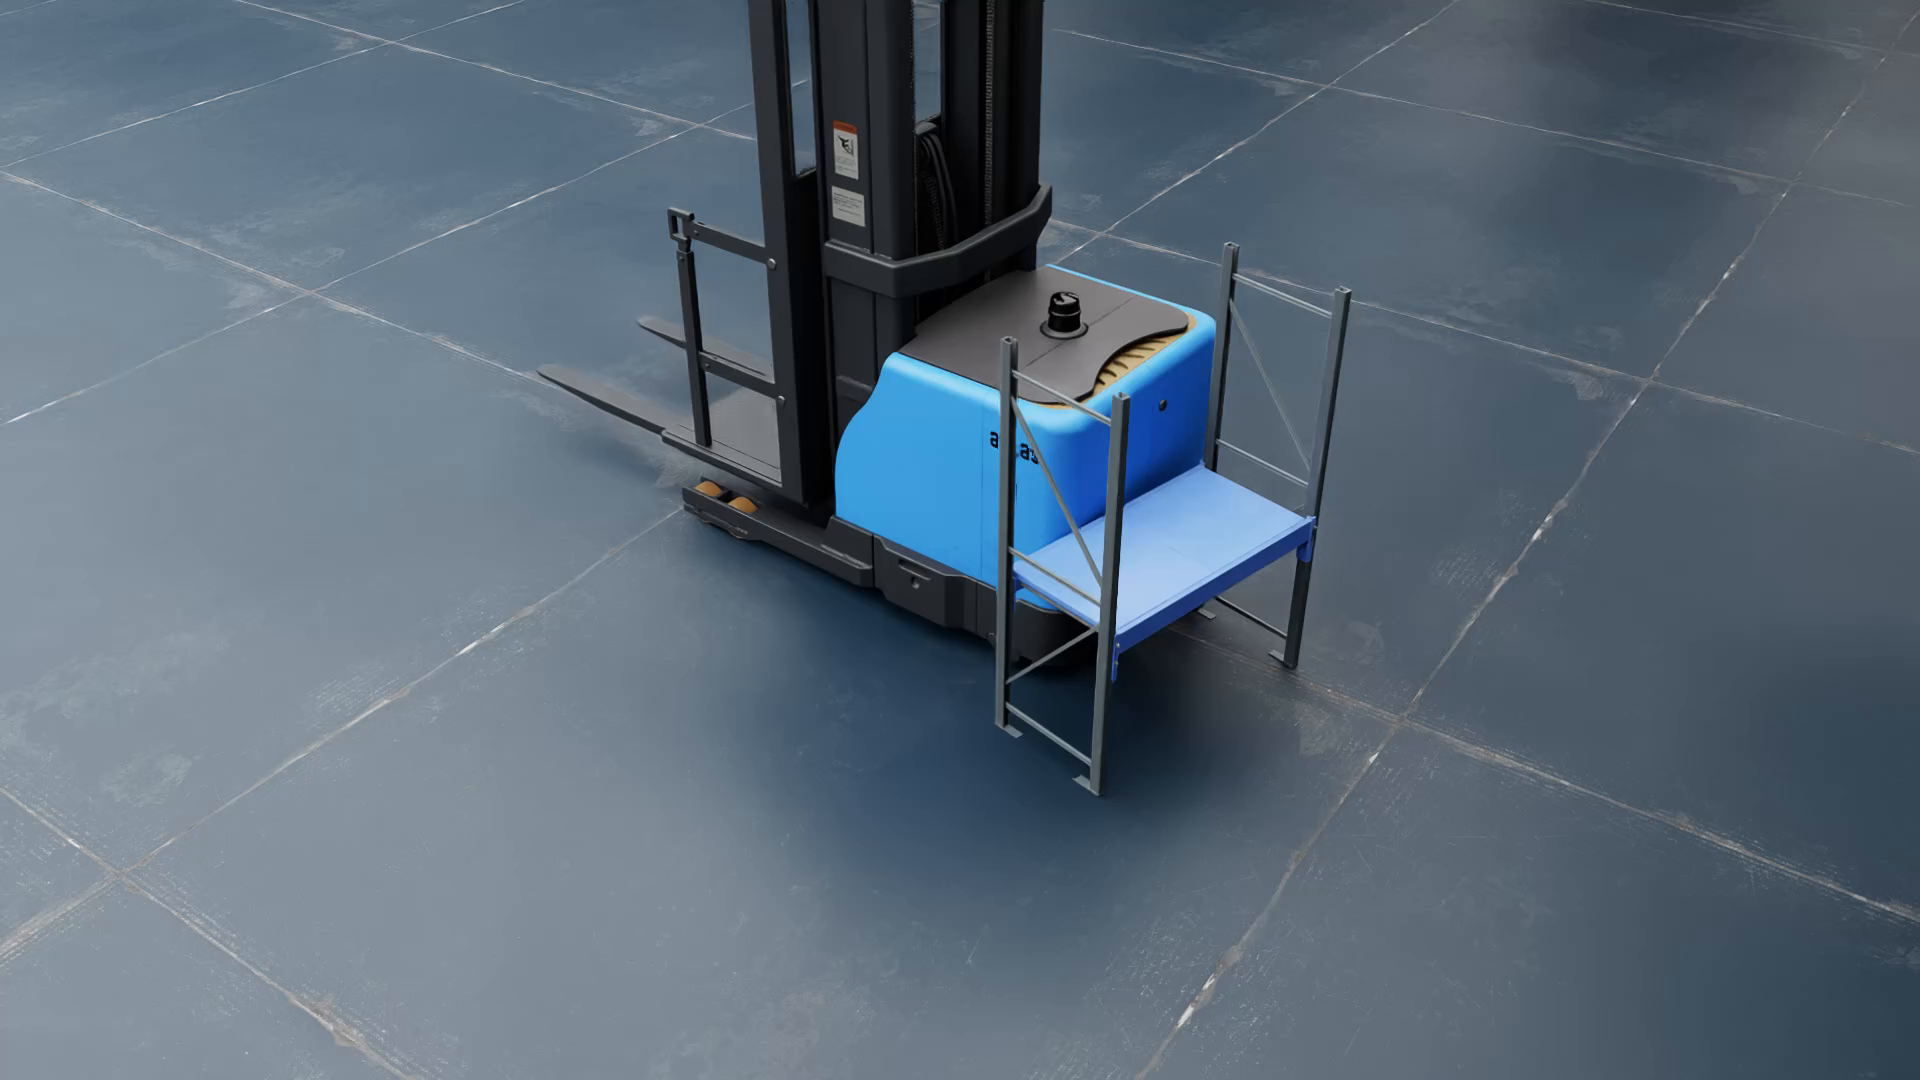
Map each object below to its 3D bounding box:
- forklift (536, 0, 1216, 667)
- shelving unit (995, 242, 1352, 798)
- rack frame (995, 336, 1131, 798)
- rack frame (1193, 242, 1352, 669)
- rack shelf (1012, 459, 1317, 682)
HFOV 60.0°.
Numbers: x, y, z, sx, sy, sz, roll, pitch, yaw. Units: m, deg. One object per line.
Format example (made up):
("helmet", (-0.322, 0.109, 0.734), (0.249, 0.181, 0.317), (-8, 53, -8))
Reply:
("forklift", (-0.515, -1.429, 6.246), (3.031, 2.935, 1.130), (24, 41, 31))
("shelving unit", (0.678, -0.071, 5.516), (1.048, 1.500, 0.538), (-27, 42, -34))
("rack frame", (0.301, 0.120, 5.234), (0.032, 1.500, 0.500), (-27, 42, -34))
("rack frame", (1.055, -0.262, 5.799), (0.032, 1.500, 0.500), (-27, 42, -34))
("rack shelf", (0.678, 0.078, 5.617), (1.000, 0.185, 0.538), (-27, 42, -34))
